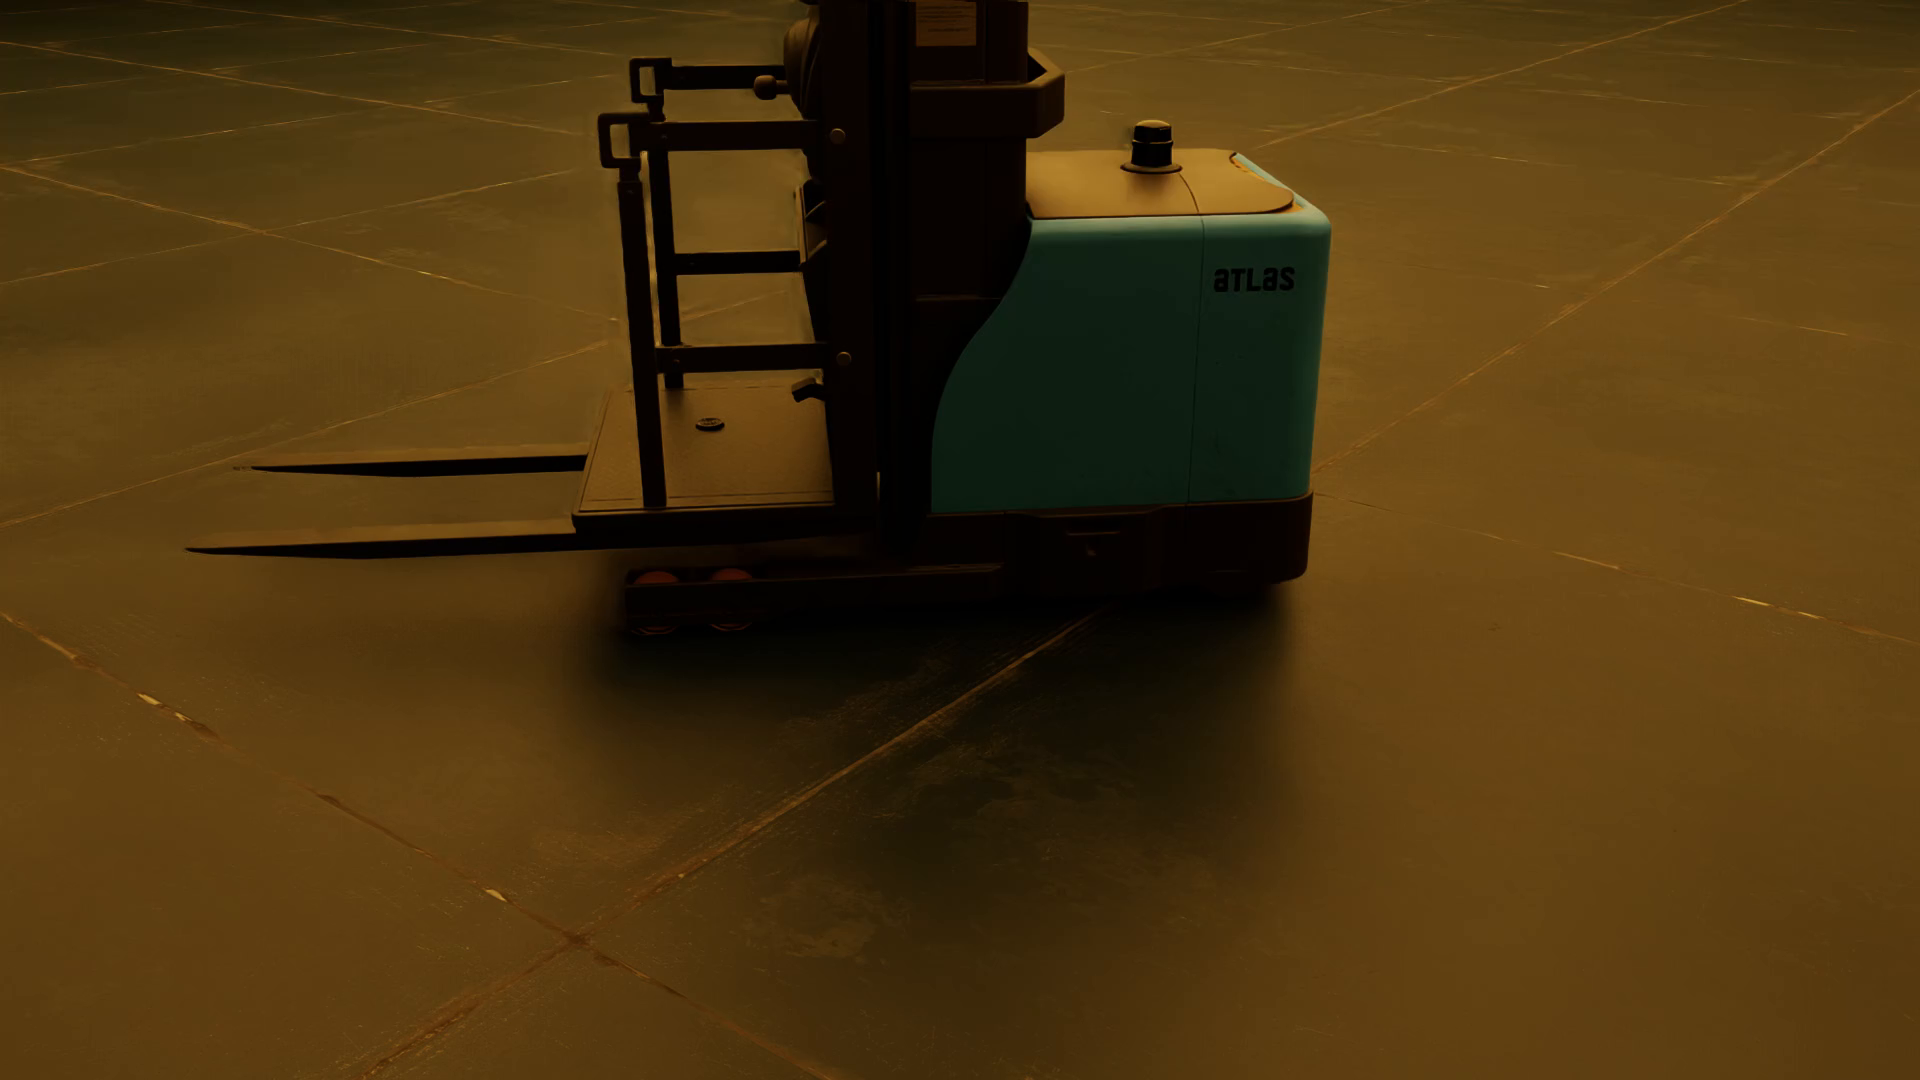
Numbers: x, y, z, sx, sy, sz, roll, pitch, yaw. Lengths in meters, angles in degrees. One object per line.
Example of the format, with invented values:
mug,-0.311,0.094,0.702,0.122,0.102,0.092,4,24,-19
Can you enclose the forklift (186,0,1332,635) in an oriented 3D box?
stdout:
forklift,-0.581,-1.312,4.356,3.031,2.935,1.130,-2,24,-6
